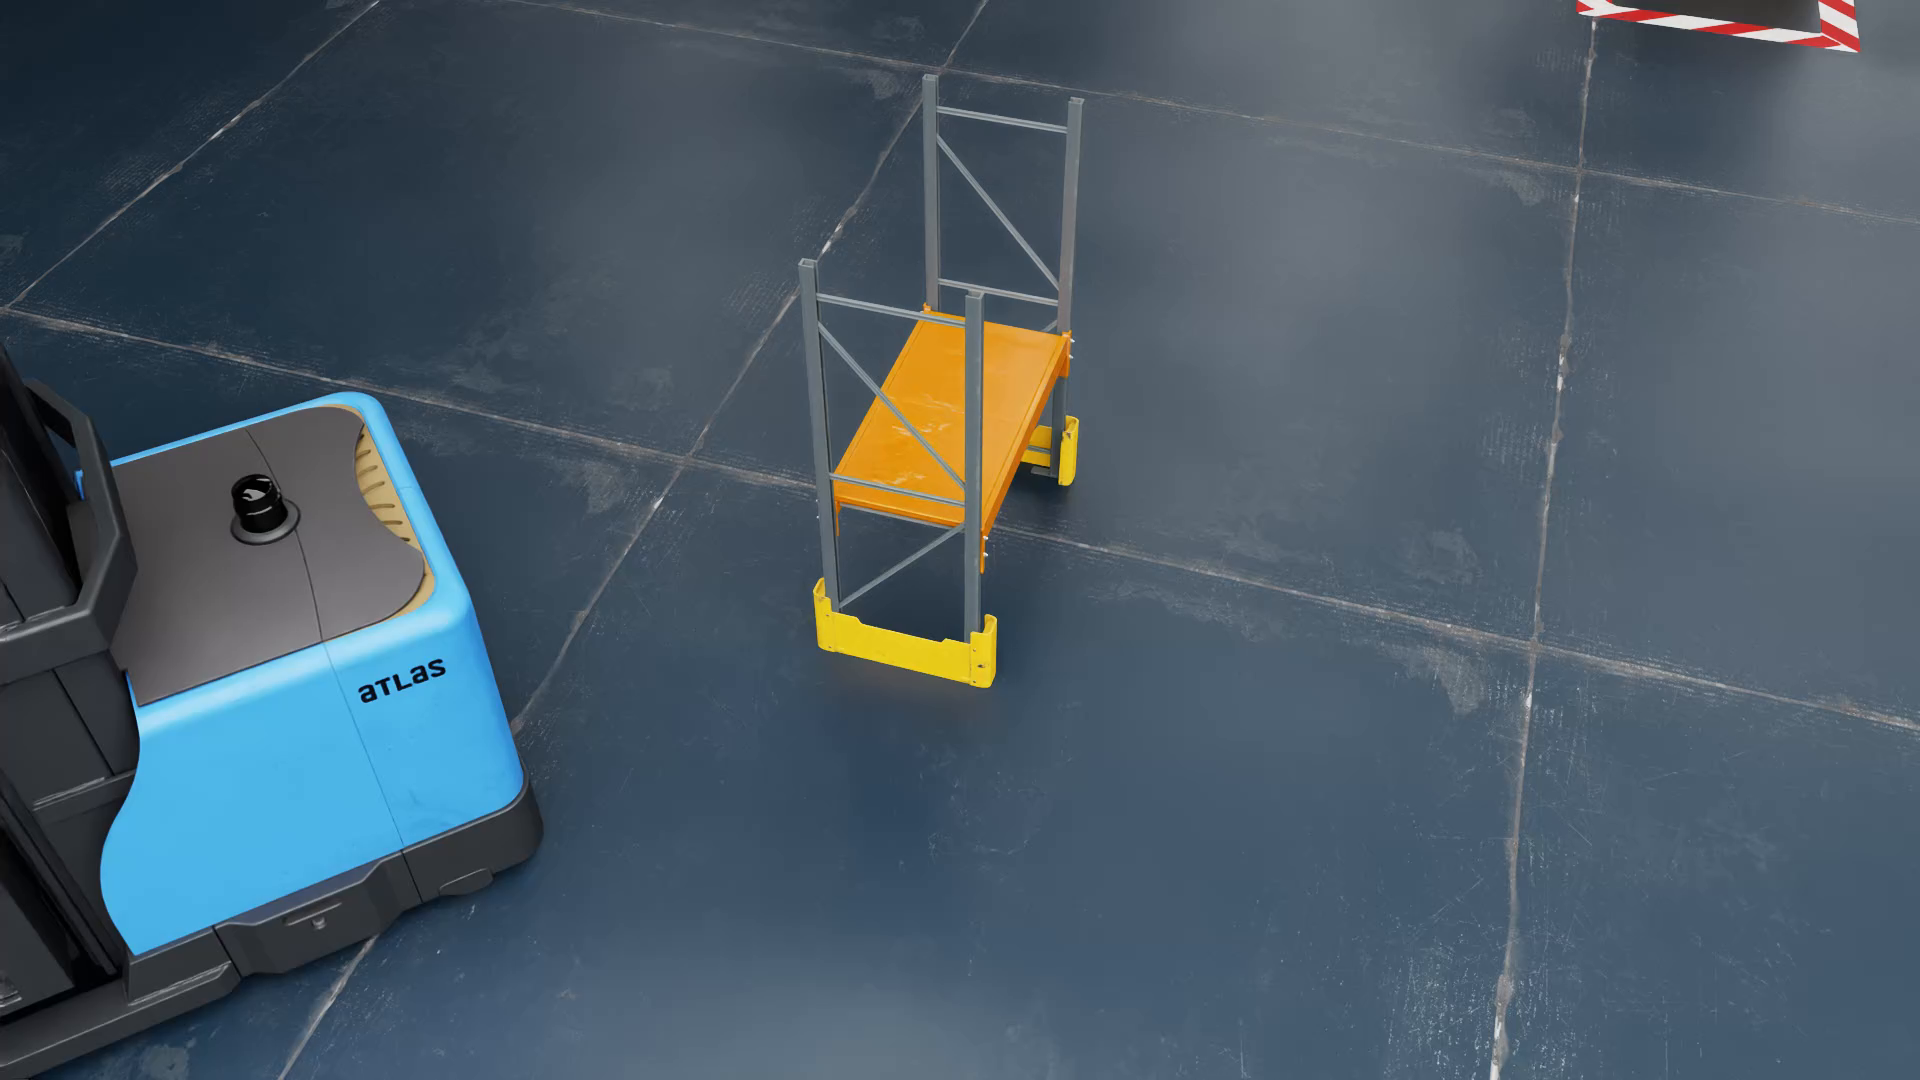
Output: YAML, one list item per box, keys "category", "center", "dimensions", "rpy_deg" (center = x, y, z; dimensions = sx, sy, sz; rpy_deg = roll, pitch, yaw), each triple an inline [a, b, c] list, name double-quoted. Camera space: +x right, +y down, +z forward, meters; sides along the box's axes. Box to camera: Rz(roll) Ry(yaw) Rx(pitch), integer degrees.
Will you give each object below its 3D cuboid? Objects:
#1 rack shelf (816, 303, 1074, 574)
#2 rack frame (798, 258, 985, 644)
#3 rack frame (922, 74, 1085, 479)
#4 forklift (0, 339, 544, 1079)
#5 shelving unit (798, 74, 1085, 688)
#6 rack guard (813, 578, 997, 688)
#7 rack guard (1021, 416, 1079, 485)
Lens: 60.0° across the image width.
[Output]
- category: "rack shelf"
  center: [-0.026, -0.351, 5.293]
  dimensions: [0.538, 0.185, 1.000]
  rpy_deg: [13, 46, 13]
- category: "rack frame"
  center: [-0.180, -0.140, 4.821]
  dimensions: [0.500, 1.500, 0.032]
  rpy_deg: [13, 46, 13]
- category: "rack frame"
  center: [0.128, -0.818, 5.514]
  dimensions: [0.500, 1.500, 0.032]
  rpy_deg: [13, 46, 13]
- category: "forklift"
  center: [-2.740, 0.071, 3.582]
  dimensions: [3.031, 2.935, 1.130]
  rpy_deg: [-21, 48, -20]
- category: "shelving unit"
  center: [-0.023, -0.485, 5.174]
  dimensions: [0.587, 1.500, 1.083]
  rpy_deg: [13, 46, 13]
- category: "rack guard"
  center: [-0.174, 0.293, 5.271]
  dimensions: [0.587, 0.250, 0.087]
  rpy_deg: [13, 46, 13]
- category: "rack guard"
  center: [0.128, -0.370, 5.950]
  dimensions: [0.587, 0.250, 0.087]
  rpy_deg: [13, 46, 13]
